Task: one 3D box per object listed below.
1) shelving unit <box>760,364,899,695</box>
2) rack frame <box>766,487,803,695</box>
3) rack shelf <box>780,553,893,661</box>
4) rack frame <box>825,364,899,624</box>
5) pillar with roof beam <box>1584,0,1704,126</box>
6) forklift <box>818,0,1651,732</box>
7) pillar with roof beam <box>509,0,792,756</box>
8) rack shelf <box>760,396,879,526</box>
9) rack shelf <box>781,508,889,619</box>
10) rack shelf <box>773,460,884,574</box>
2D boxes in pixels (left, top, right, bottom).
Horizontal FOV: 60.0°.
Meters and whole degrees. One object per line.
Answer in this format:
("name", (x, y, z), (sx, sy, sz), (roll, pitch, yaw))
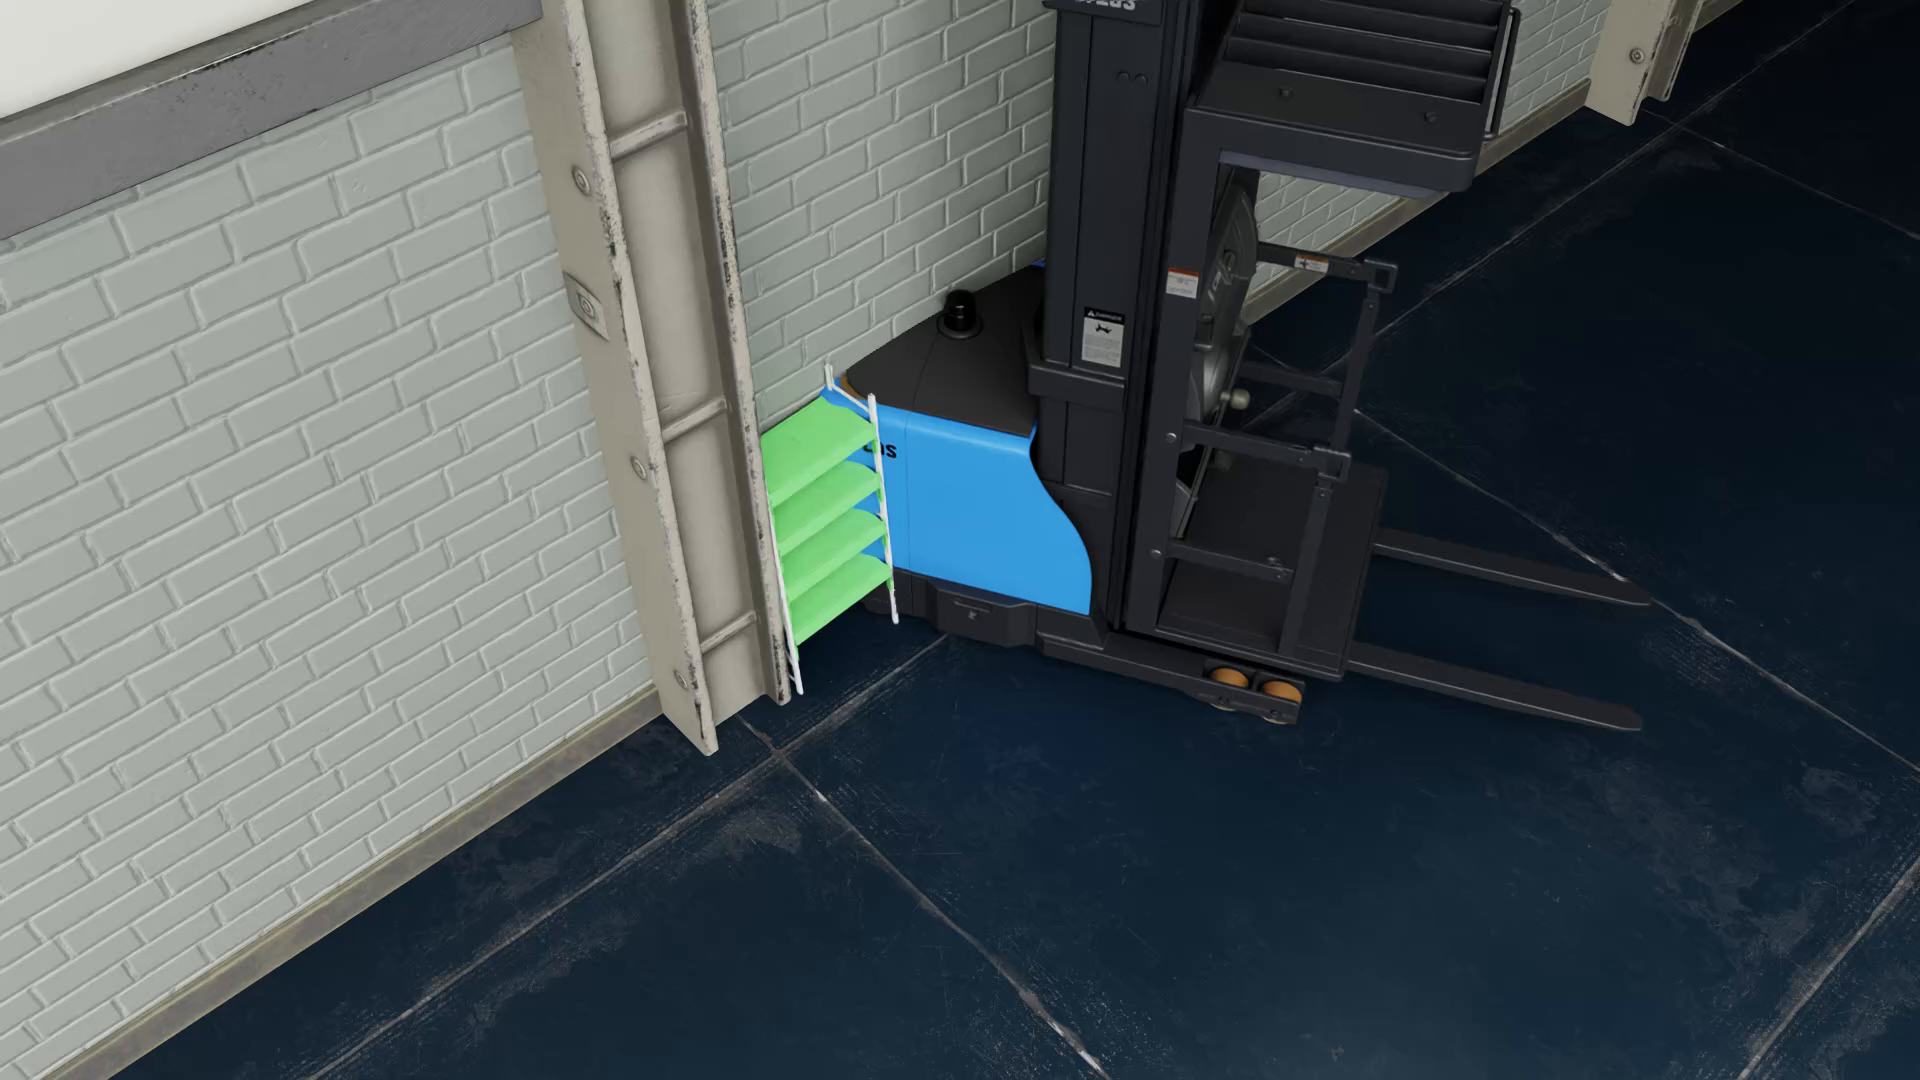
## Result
("shelving unit", (-0.524, -0.004, 5.972), (0.503, 1.200, 0.258), (-37, 55, -27))
("rack frame", (-0.698, 0.127, 5.861), (0.015, 1.200, 0.240), (-37, 55, -27))
("rack shelf", (-0.512, 0.203, 6.195), (0.480, 0.148, 0.258), (-37, 55, -27))
("rack frame", (-0.351, -0.134, 6.084), (0.015, 1.200, 0.240), (-37, 55, -27))
("pillar with roof beam", (6.462, -3.072, 3.462), (0.400, 9.000, 9.100), (-34, 56, -27))
("forklift", (1.060, -0.759, 5.456), (3.031, 2.935, 1.130), (14, 49, 12))
("pillar with roof beam", (2.022, -0.106, 0.725), (0.400, 9.000, 9.100), (-34, 56, -27))
("rack shelf", (-0.541, -0.286, 5.667), (0.480, 0.148, 0.258), (-37, 55, -27))
("rack shelf", (-0.522, 0.040, 6.019), (0.480, 0.148, 0.258), (-37, 55, -27))
("rack shelf", (-0.532, -0.123, 5.843), (0.480, 0.148, 0.258), (-37, 55, -27))
